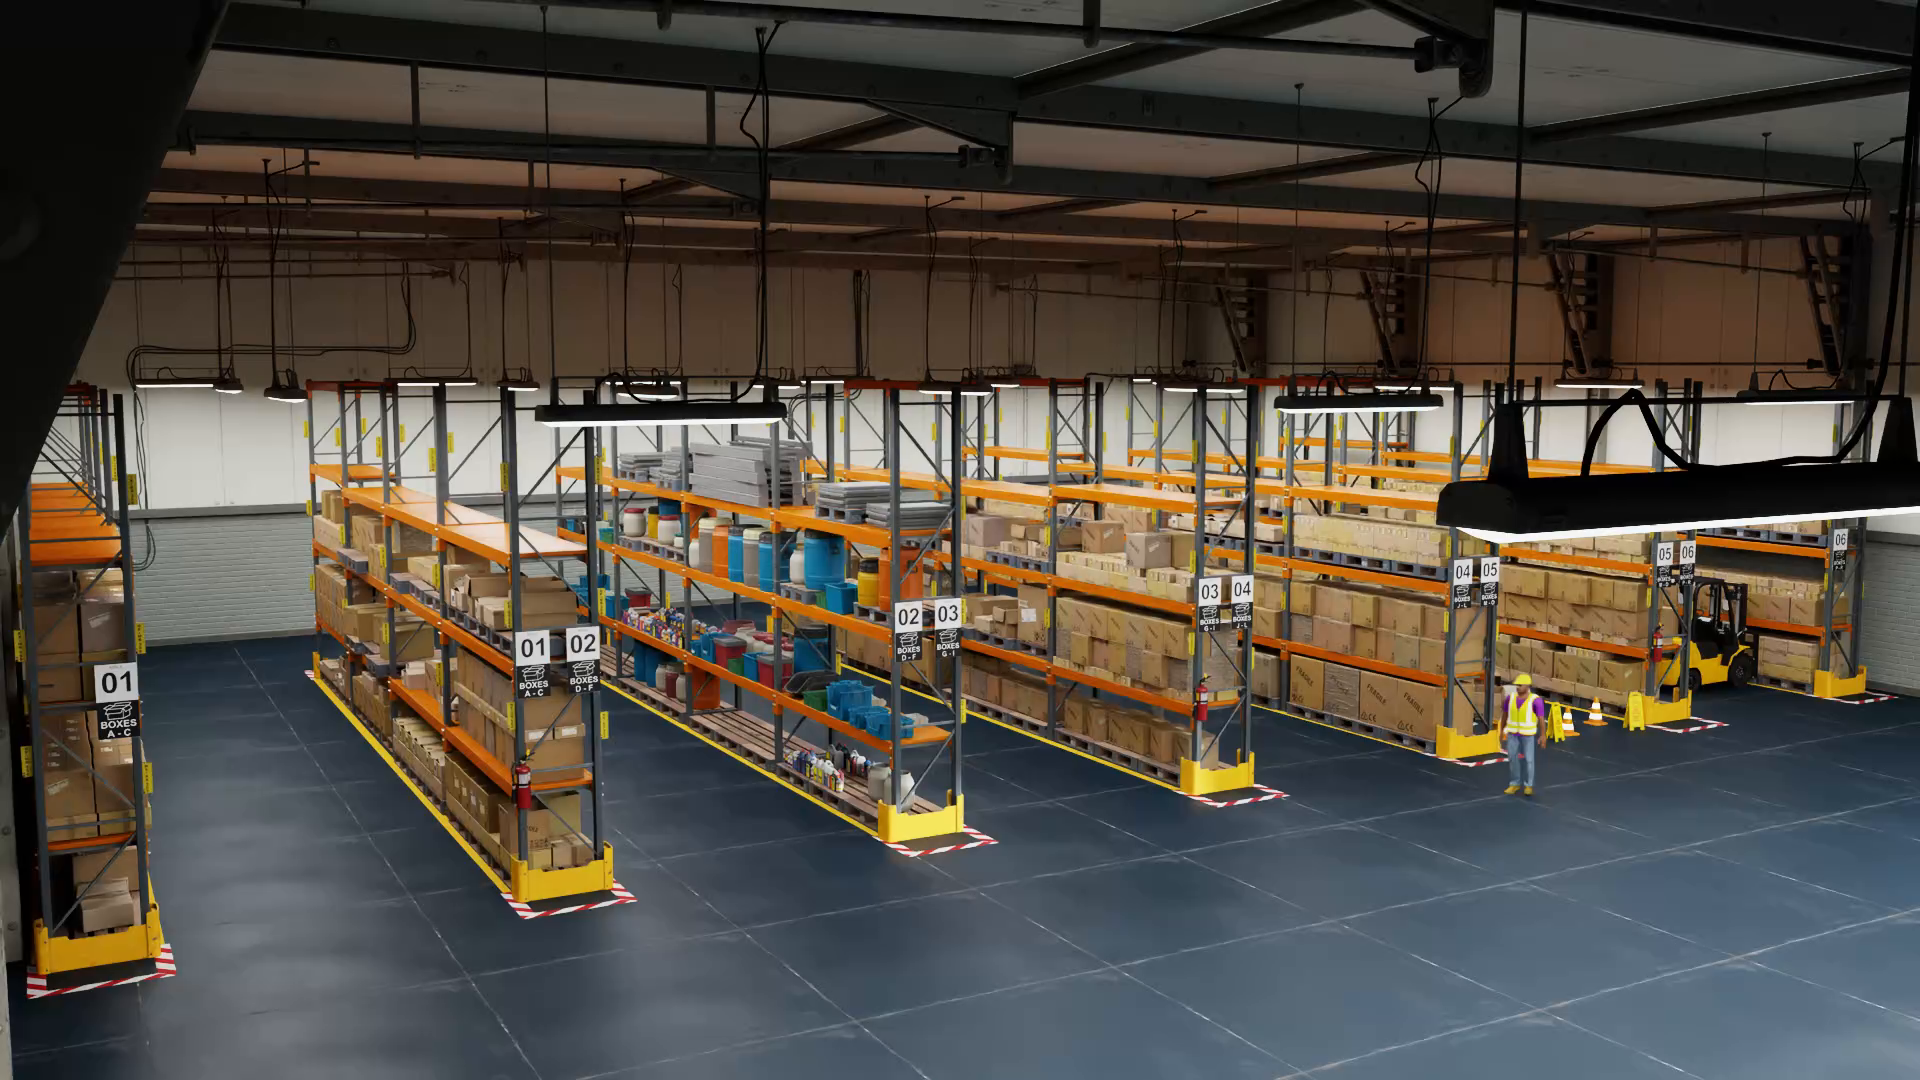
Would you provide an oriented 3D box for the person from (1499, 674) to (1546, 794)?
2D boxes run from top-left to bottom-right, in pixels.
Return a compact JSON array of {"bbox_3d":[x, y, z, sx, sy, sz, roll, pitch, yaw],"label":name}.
[{"bbox_3d":[8.260,2.863,24.415,0.681,1.799,0.366,4,7,34],"label":"person"}]

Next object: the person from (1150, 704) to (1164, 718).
[{"bbox_3d":[3.462,2.481,29.010,0.550,1.689,0.560,0,6,-1],"label":"person"}]
